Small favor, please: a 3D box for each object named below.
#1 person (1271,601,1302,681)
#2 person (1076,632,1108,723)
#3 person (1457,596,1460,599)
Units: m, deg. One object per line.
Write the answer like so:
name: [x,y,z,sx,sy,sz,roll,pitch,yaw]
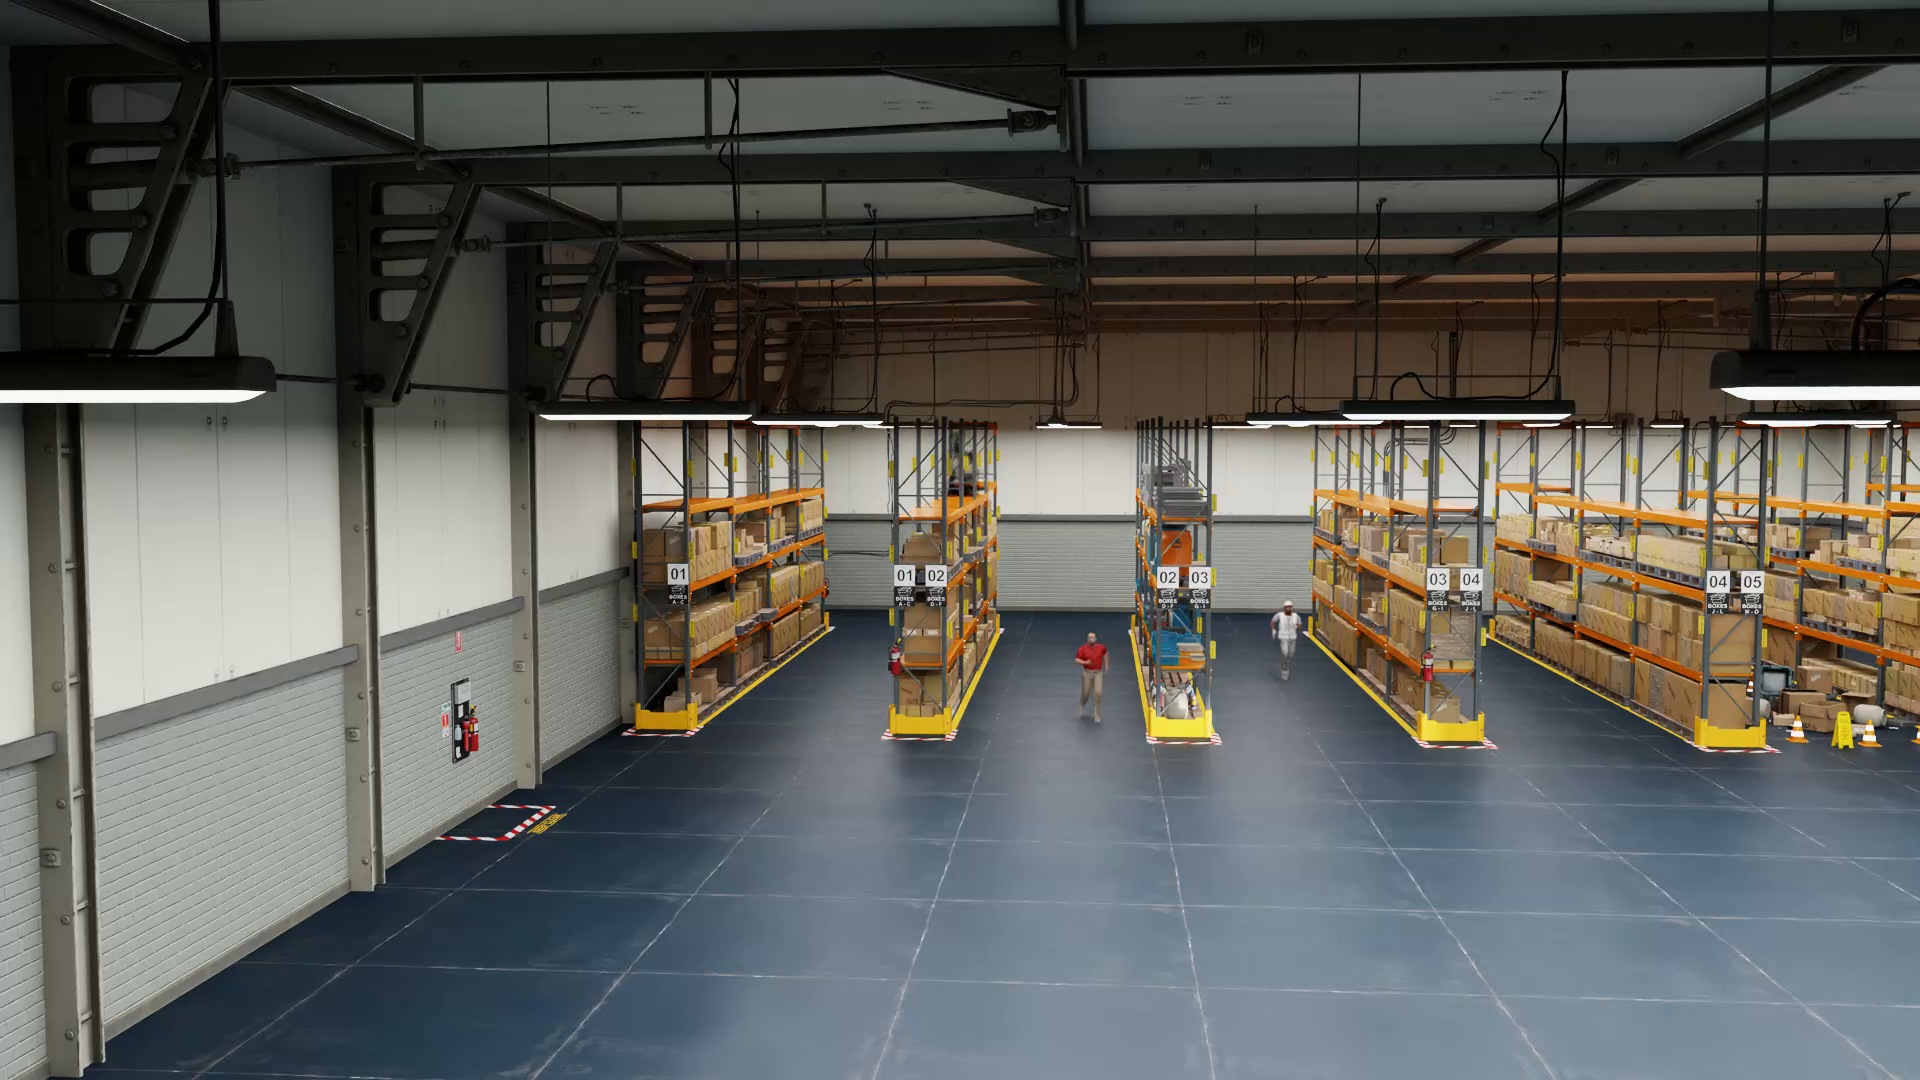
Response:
person: [7.570,2.323,38.447,0.657,1.843,0.768,0,4,-7]
person: [2.623,2.706,33.070,0.671,1.769,0.964,0,4,-1]
person: [13.325,2.030,44.019,0.598,1.623,0.719,1,4,15]
